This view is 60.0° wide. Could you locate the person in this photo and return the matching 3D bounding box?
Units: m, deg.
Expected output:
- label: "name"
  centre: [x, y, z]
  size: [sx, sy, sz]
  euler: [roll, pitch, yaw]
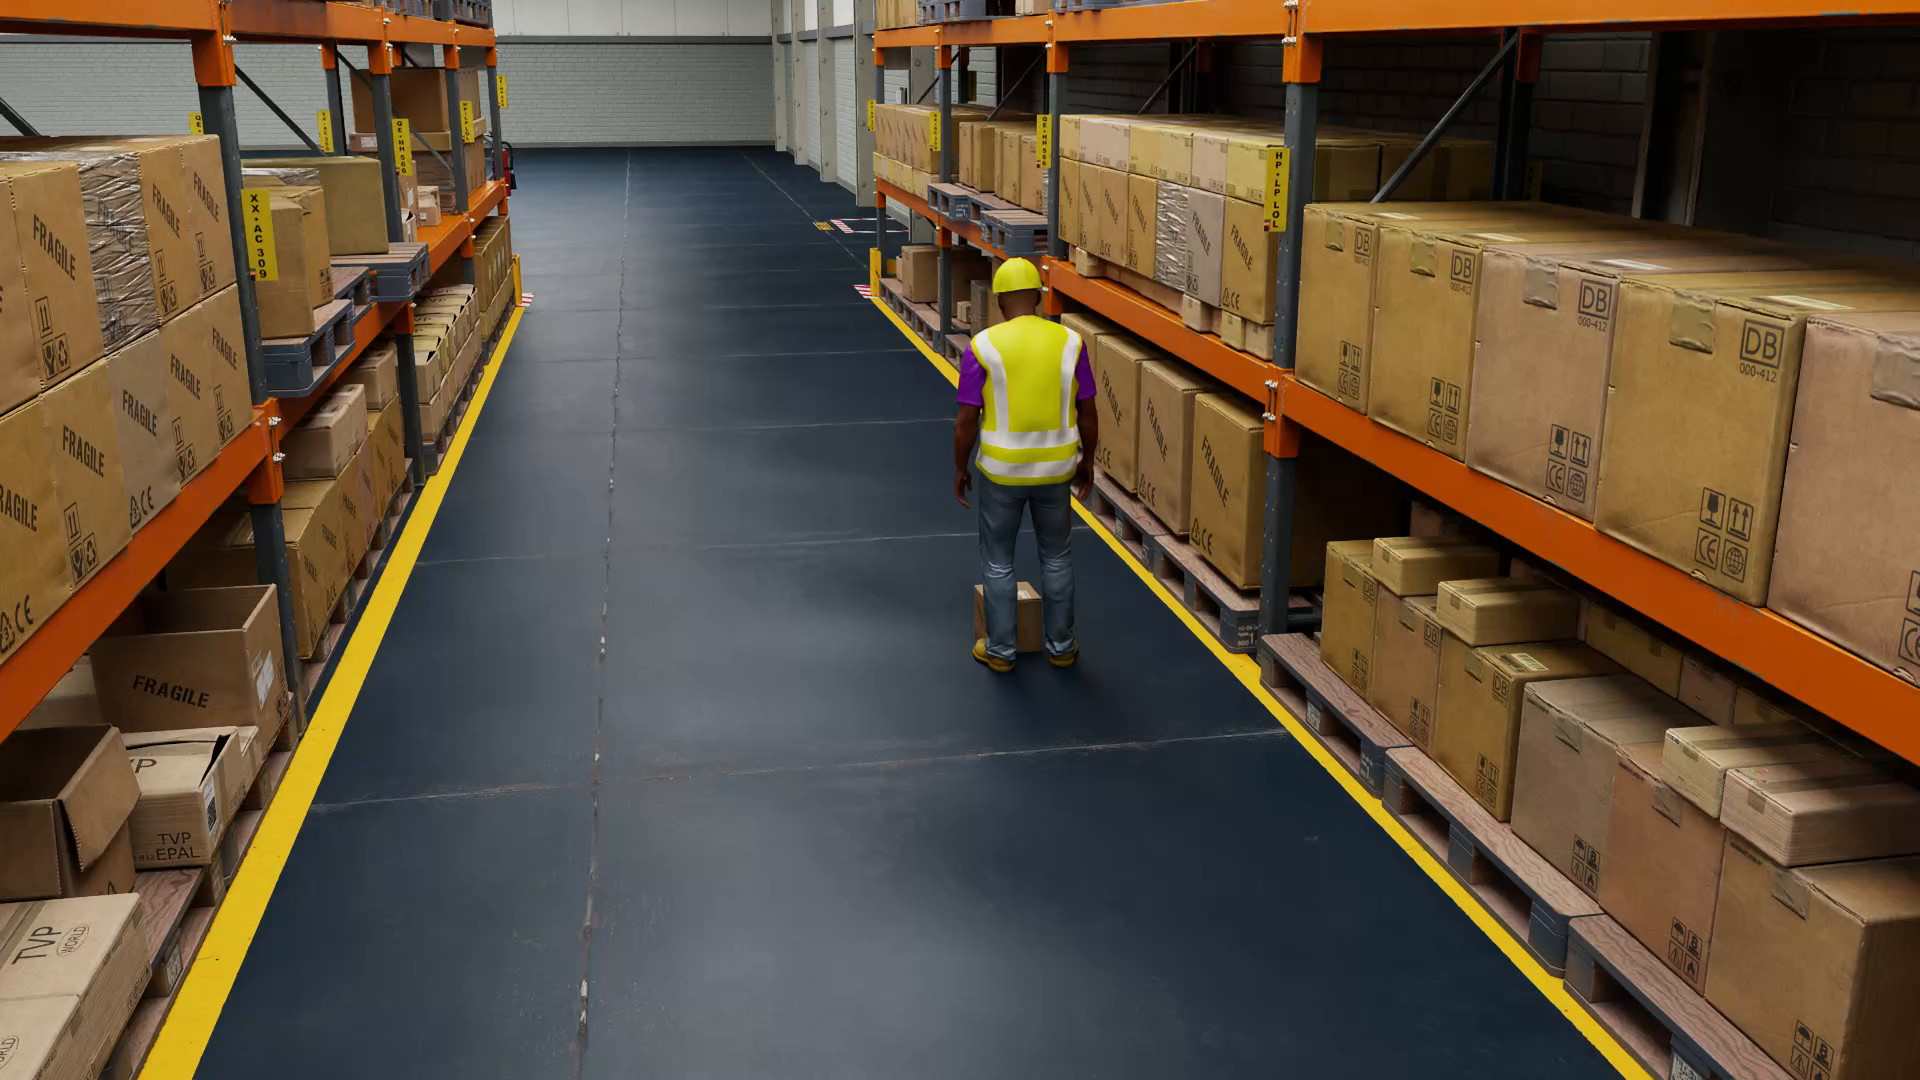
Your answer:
- label: "person"
  centre: [0.273, -0.310, 7.065]
  size: [0.625, 1.760, 0.459]
  euler: [-3, 17, -11]
